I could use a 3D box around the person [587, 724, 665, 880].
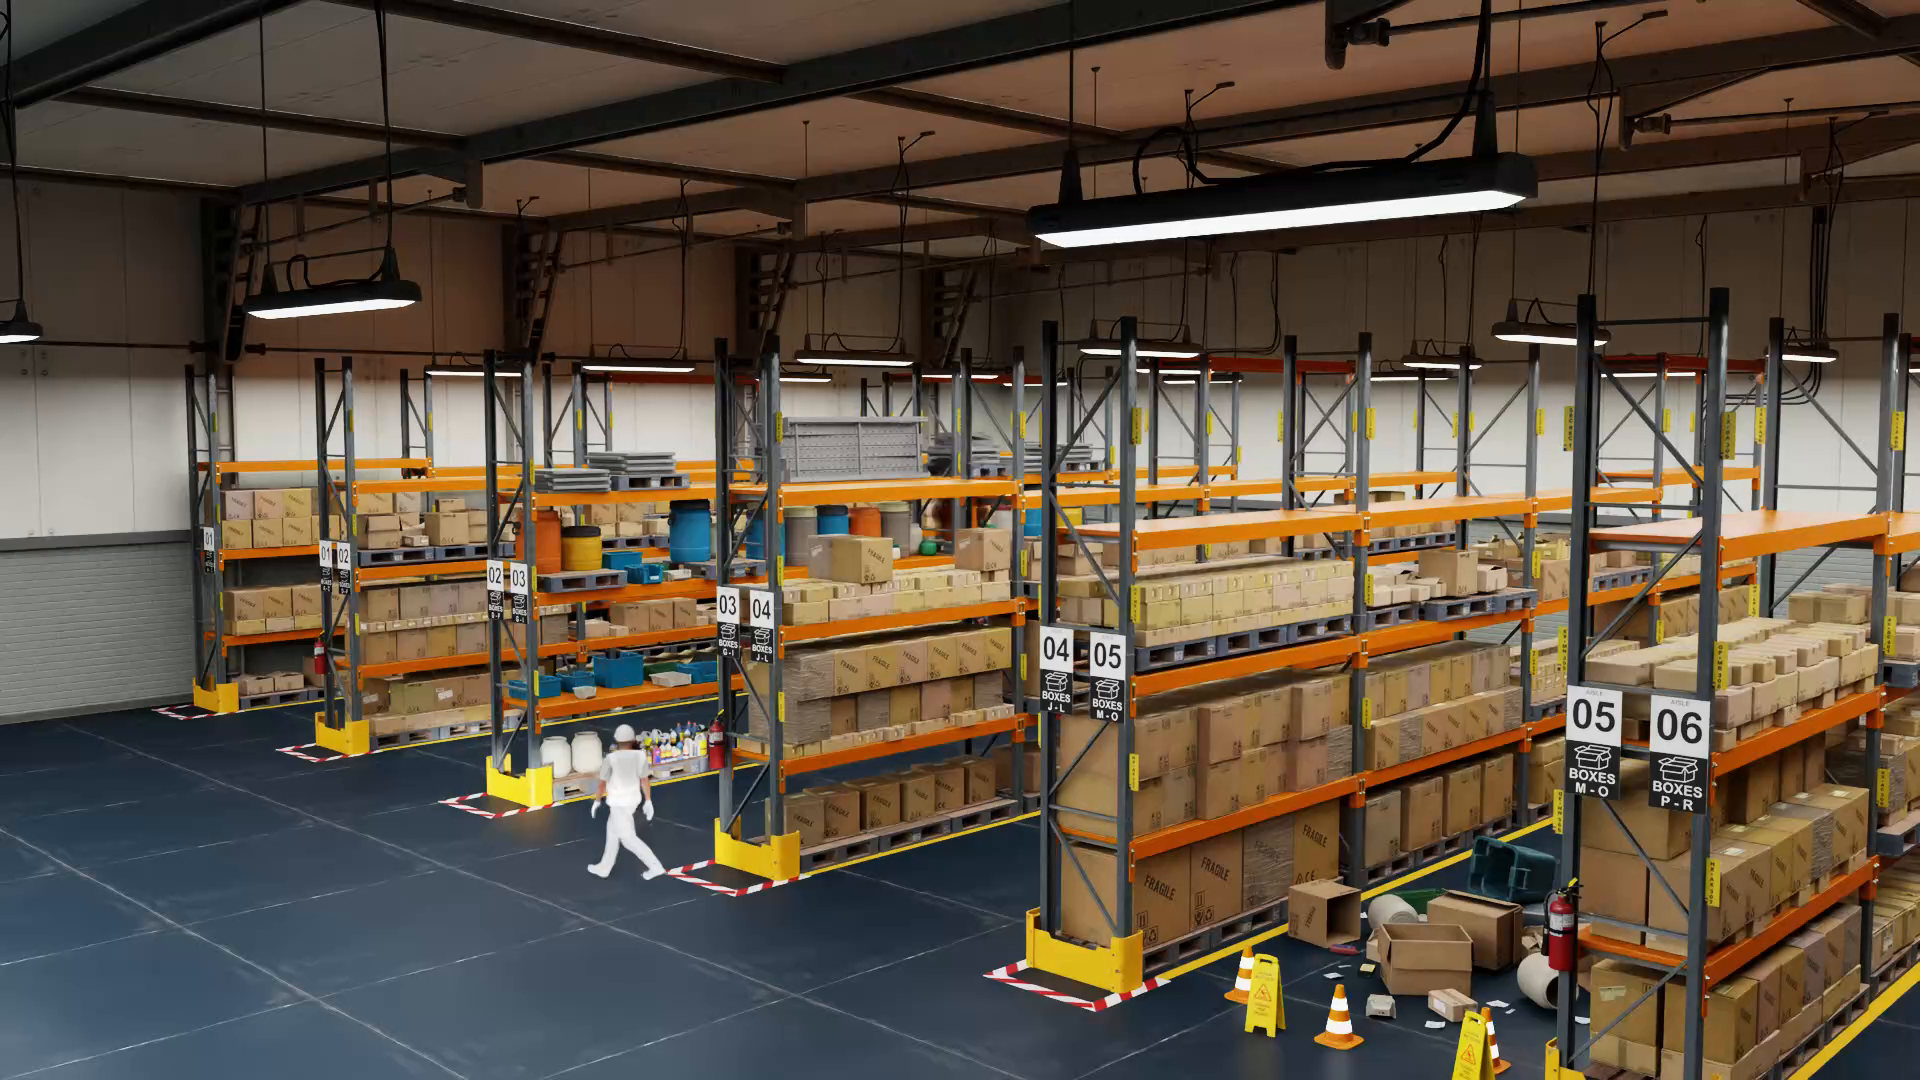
[{"bbox_3d":[-3.708,2.895,18.277,1.040,1.754,0.495,1,4,12],"label":"person"}]
